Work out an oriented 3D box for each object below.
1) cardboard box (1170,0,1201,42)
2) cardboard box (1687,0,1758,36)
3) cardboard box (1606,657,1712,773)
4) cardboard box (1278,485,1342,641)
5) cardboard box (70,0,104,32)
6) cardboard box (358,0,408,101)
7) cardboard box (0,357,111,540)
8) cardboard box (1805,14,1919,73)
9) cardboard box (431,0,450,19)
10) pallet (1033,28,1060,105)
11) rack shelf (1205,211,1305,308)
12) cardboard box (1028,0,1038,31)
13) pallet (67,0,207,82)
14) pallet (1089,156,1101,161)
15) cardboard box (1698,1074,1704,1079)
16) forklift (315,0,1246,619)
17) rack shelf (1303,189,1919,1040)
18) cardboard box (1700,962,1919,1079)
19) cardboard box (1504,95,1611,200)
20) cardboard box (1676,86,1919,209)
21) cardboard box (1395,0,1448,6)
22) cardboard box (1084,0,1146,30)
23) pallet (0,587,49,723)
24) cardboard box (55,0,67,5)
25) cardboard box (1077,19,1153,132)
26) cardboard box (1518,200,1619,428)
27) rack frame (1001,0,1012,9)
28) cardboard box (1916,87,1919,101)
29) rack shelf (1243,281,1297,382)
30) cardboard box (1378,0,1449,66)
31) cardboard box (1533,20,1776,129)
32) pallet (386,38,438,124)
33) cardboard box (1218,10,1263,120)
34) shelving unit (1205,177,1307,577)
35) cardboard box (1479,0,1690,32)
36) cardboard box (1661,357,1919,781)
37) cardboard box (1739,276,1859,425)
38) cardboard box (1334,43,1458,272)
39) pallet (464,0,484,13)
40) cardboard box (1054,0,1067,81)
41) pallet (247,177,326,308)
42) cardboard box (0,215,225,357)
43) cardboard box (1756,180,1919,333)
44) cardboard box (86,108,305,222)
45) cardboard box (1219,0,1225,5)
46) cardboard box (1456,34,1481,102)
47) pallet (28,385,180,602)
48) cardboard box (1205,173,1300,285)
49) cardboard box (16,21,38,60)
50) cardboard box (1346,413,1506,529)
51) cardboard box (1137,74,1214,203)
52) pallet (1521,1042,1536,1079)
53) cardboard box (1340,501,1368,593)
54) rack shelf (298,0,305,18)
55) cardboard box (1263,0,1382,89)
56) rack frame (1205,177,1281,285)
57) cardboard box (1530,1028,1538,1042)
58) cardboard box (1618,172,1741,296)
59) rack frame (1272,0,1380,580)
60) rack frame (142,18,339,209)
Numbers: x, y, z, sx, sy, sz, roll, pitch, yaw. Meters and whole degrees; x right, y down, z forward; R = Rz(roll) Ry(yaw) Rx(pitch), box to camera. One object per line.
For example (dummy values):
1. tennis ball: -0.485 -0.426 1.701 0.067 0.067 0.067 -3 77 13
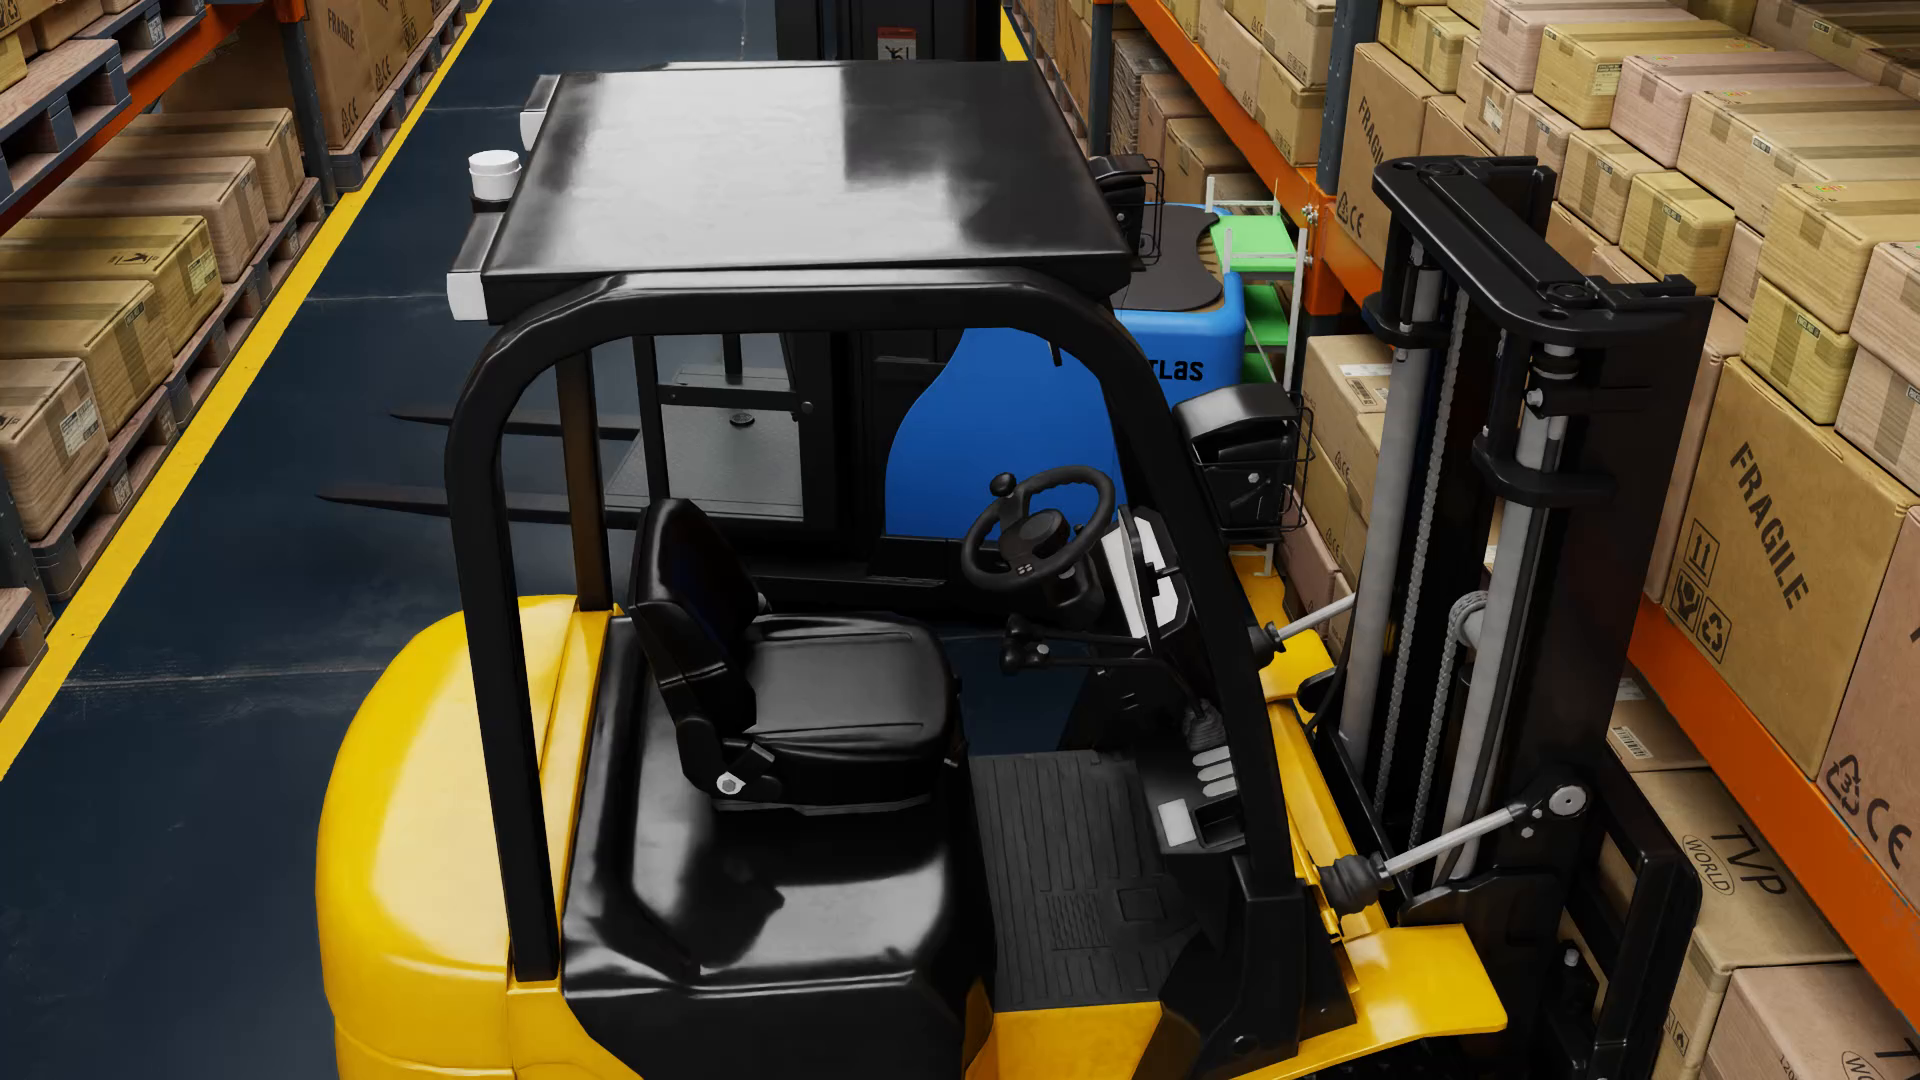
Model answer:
1. cardboard box: 1.129 -2.166 6.598 0.500 0.250 0.500 -2 31 -3
2. cardboard box: 1.912 -1.247 3.893 0.380 0.149 0.250 -3 31 -5
3. cardboard box: 1.431 0.405 3.444 0.500 0.250 0.500 -3 31 -6
4. cardboard box: 1.277 0.052 5.010 0.500 0.250 0.500 -2 31 -4
5. cardboard box: -3.238 -1.870 5.791 0.380 0.149 0.250 -3 31 -4
6. cardboard box: -3.815 -3.094 9.668 0.875 0.875 0.875 -2 31 -4
7. cardboard box: -3.432 -0.292 5.466 0.950 0.372 0.625 -2 31 -4
8. cardboard box: 2.002 -0.989 3.461 0.380 0.149 0.250 -3 31 -5
9. cardboard box: -3.990 -4.012 11.203 0.875 0.875 0.875 -2 31 -3
10. pallet: 1.044 -3.061 10.669 1.003 0.211 1.213 -3 31 -5
11. rack shelf: 0.915 -0.886 5.241 0.258 0.148 0.480 0 30 1
12. cardboard box: 0.737 -3.619 10.912 0.500 0.500 0.500 -4 31 -6
13. pallet: -3.528 -1.923 6.231 1.003 0.211 1.213 -3 31 -5
14. pallet: 1.226 -1.634 8.280 1.003 0.211 1.213 -3 31 -5
15. cardboard box: 1.542 1.126 2.724 0.500 0.250 0.500 -3 31 -5
16. forklift: -0.621 -1.296 5.061 3.031 2.935 1.130 3 31 6
17. rack shelf: 1.748 0.118 3.328 1.077 0.370 4.000 -3 31 -5
18. cardboard box: 1.528 0.921 2.580 0.500 0.250 0.500 -2 31 -4
19. cardboard box: 1.379 -0.830 3.485 0.380 0.149 0.250 -3 31 -5
20. cardboard box: 1.536 -0.703 2.982 0.380 0.149 0.250 -3 31 -4
21. cardboard box: 1.296 -1.484 4.289 0.380 0.149 0.250 -2 31 -4
22. cardboard box: 0.889 -2.879 9.041 0.380 0.149 0.250 -4 31 -7
23. pallet: -3.282 0.567 4.596 1.003 0.211 1.213 -3 31 -5
24. cardboard box: -3.219 -2.085 5.518 0.500 0.500 0.500 -3 31 -5
25. cardboard box: 0.934 -2.566 9.150 0.500 0.500 0.500 -2 31 -3
26. cardboard box: 1.456 -0.492 3.551 0.500 0.500 0.500 -3 31 -5
27. rack frame: 0.814 -5.296 11.691 1.000 3.000 0.127 -3 31 -5
28. cardboard box: 1.972 -0.726 3.020 0.380 0.149 0.250 -2 31 -3
29. rack shelf: 0.916 -0.678 5.361 0.258 0.148 0.480 0 30 1
30. cardboard box: 1.329 -1.358 4.368 0.380 0.149 0.250 -3 31 -5
31. cardboard box: 1.416 -0.957 3.407 0.380 0.149 0.250 -3 31 -5
32. pallet: -3.864 -2.844 10.306 1.003 0.211 1.213 -3 31 -5
33. cardboard box: 1.201 -1.648 5.731 0.500 0.250 0.500 -3 31 -5
34. shelving unit: 0.916 -0.525 5.449 0.258 1.200 0.503 0 30 1
35. cardboard box: 1.443 -1.225 3.855 0.380 0.149 0.250 -3 31 -6
36. cardboard box: 1.540 0.022 2.690 0.500 0.500 0.500 -3 31 -6
37. cardboard box: 1.479 -0.308 2.610 0.380 0.149 0.250 -3 31 -4
38. cardboard box: 1.343 -1.015 4.427 0.500 0.500 0.500 -4 31 -6
39. pallet: -4.121 -4.251 12.661 1.003 0.211 1.213 -3 31 -5
40. cardboard box: 0.846 -3.090 10.025 0.500 0.500 0.500 -1 31 -2
41. pallet: -3.683 -1.418 7.918 1.003 0.211 1.213 -3 31 -5
42. cardboard box: -3.569 -1.013 6.674 0.950 0.372 0.625 -2 31 -3
43. cardboard box: 1.473 -0.438 2.538 0.380 0.149 0.250 -2 31 -4
44. cardboard box: -3.711 -1.777 7.953 0.950 0.372 0.625 -5 31 -8
45. cardboard box: 1.164 -2.124 6.039 0.500 0.250 0.500 -2 31 -4
46. cardboard box: 1.407 -1.094 3.926 0.380 0.149 0.250 -3 31 -5
47. pallet: -3.455 -0.172 5.832 1.003 0.211 1.213 -3 31 -5
48. cardboard box: 1.436 -1.035 6.463 0.875 0.625 0.625 -3 31 -5
49. cardboard box: -3.235 -1.610 5.357 0.380 0.149 0.250 -1 31 -1
50. cardboard box: 1.332 -0.117 4.318 0.500 0.250 0.500 -3 31 -5
51. cardboard box: 1.301 -1.762 7.681 0.875 0.625 0.625 -2 31 -3
52. pallet: 1.711 1.018 3.840 1.003 0.211 1.213 -3 31 -5
53. cardboard box: 1.348 0.093 4.454 0.500 0.250 0.500 -3 31 -5
54. rack shelf: -3.941 -3.726 9.765 1.077 0.370 4.000 -3 31 -5
55. cardboard box: 1.261 -1.600 5.163 0.500 0.250 0.500 -3 31 -6
56. rack frame: 0.921 -0.647 5.660 0.240 1.200 0.015 0 30 1
57. cardboard box: 1.431 0.832 3.704 0.500 0.250 0.500 -2 31 -3
58. cardboard box: 1.454 -0.567 3.044 0.380 0.149 0.250 -3 31 -6
59. rack frame: 1.561 -1.211 4.853 1.000 3.000 0.127 -3 31 -5
60. rack frame: -3.754 -3.014 7.871 1.000 3.000 0.127 -3 31 -5
